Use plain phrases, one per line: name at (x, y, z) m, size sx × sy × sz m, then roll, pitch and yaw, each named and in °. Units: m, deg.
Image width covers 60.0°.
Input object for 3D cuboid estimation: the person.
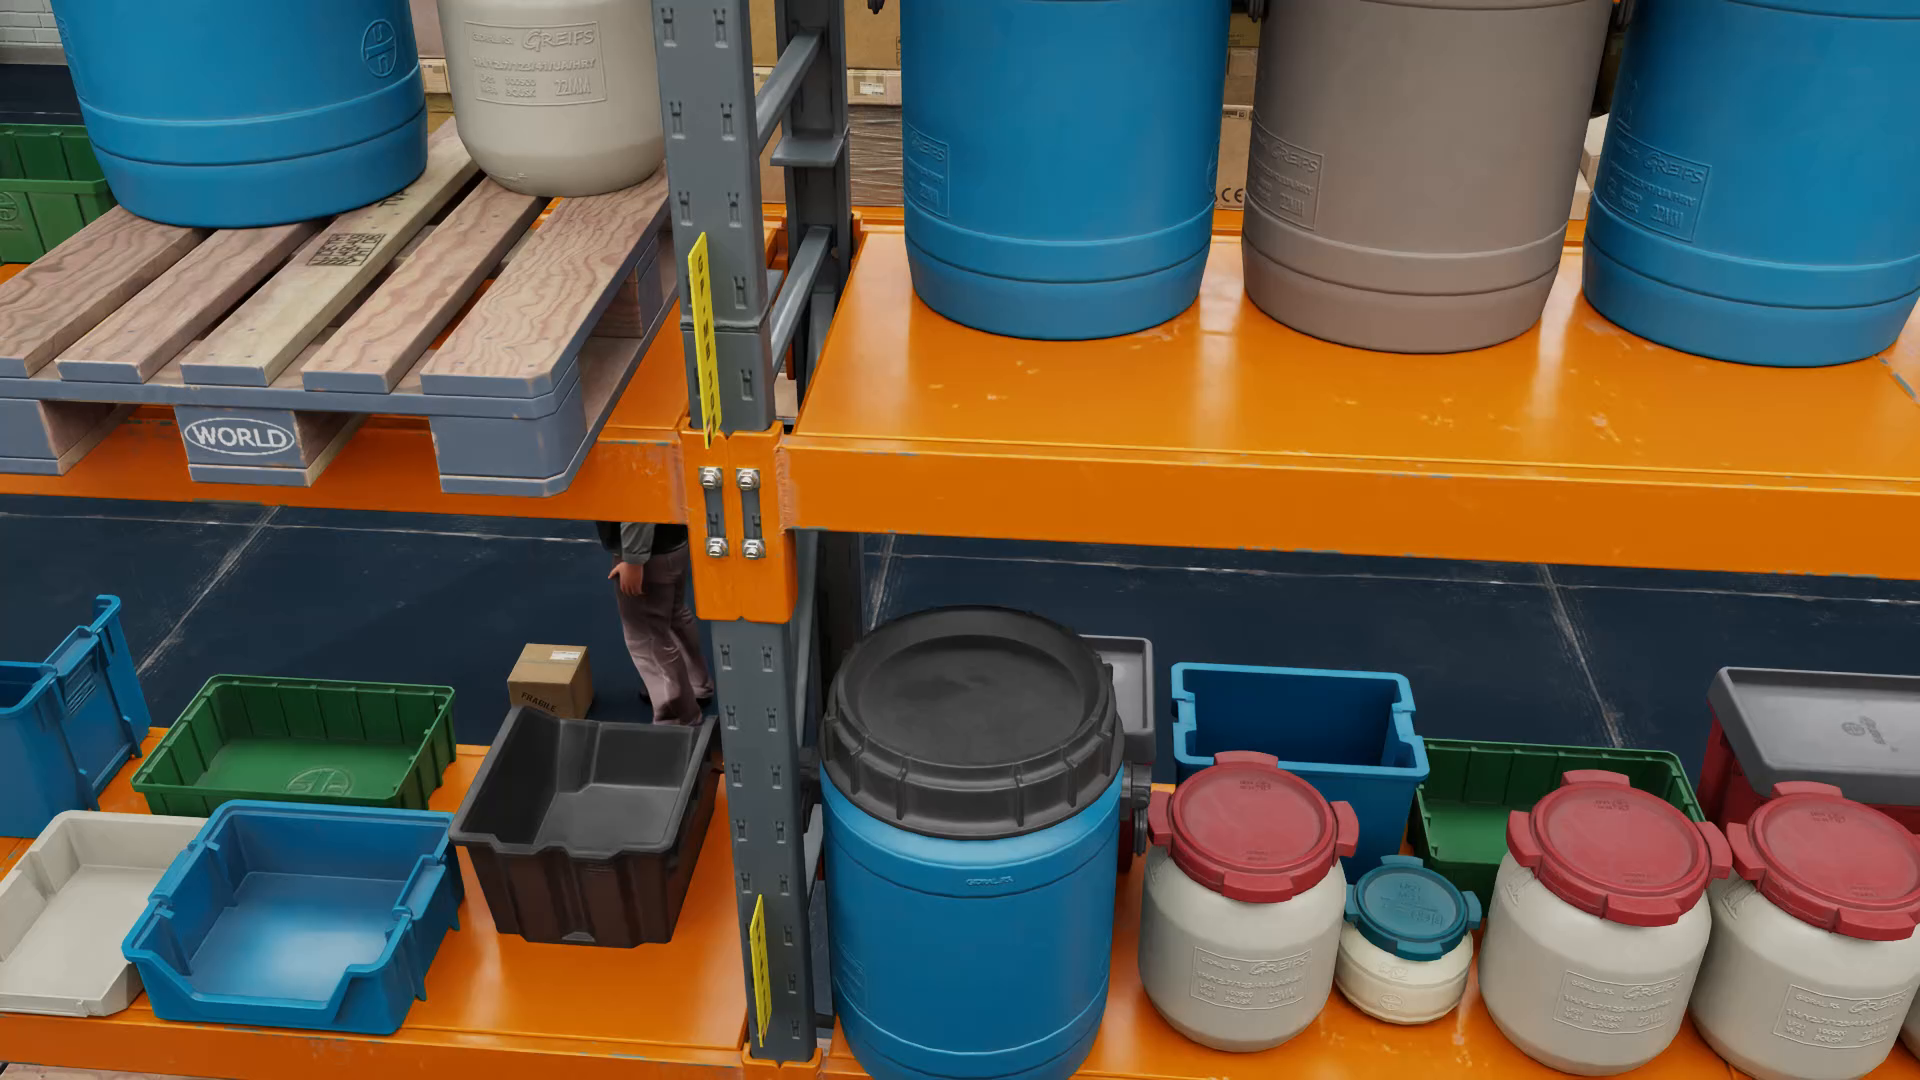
person at (-1.148, 0.001, 6.166) m, size 0.358 × 1.722 × 0.532 m, roll 3°, pitch 32°, yaw 5°
